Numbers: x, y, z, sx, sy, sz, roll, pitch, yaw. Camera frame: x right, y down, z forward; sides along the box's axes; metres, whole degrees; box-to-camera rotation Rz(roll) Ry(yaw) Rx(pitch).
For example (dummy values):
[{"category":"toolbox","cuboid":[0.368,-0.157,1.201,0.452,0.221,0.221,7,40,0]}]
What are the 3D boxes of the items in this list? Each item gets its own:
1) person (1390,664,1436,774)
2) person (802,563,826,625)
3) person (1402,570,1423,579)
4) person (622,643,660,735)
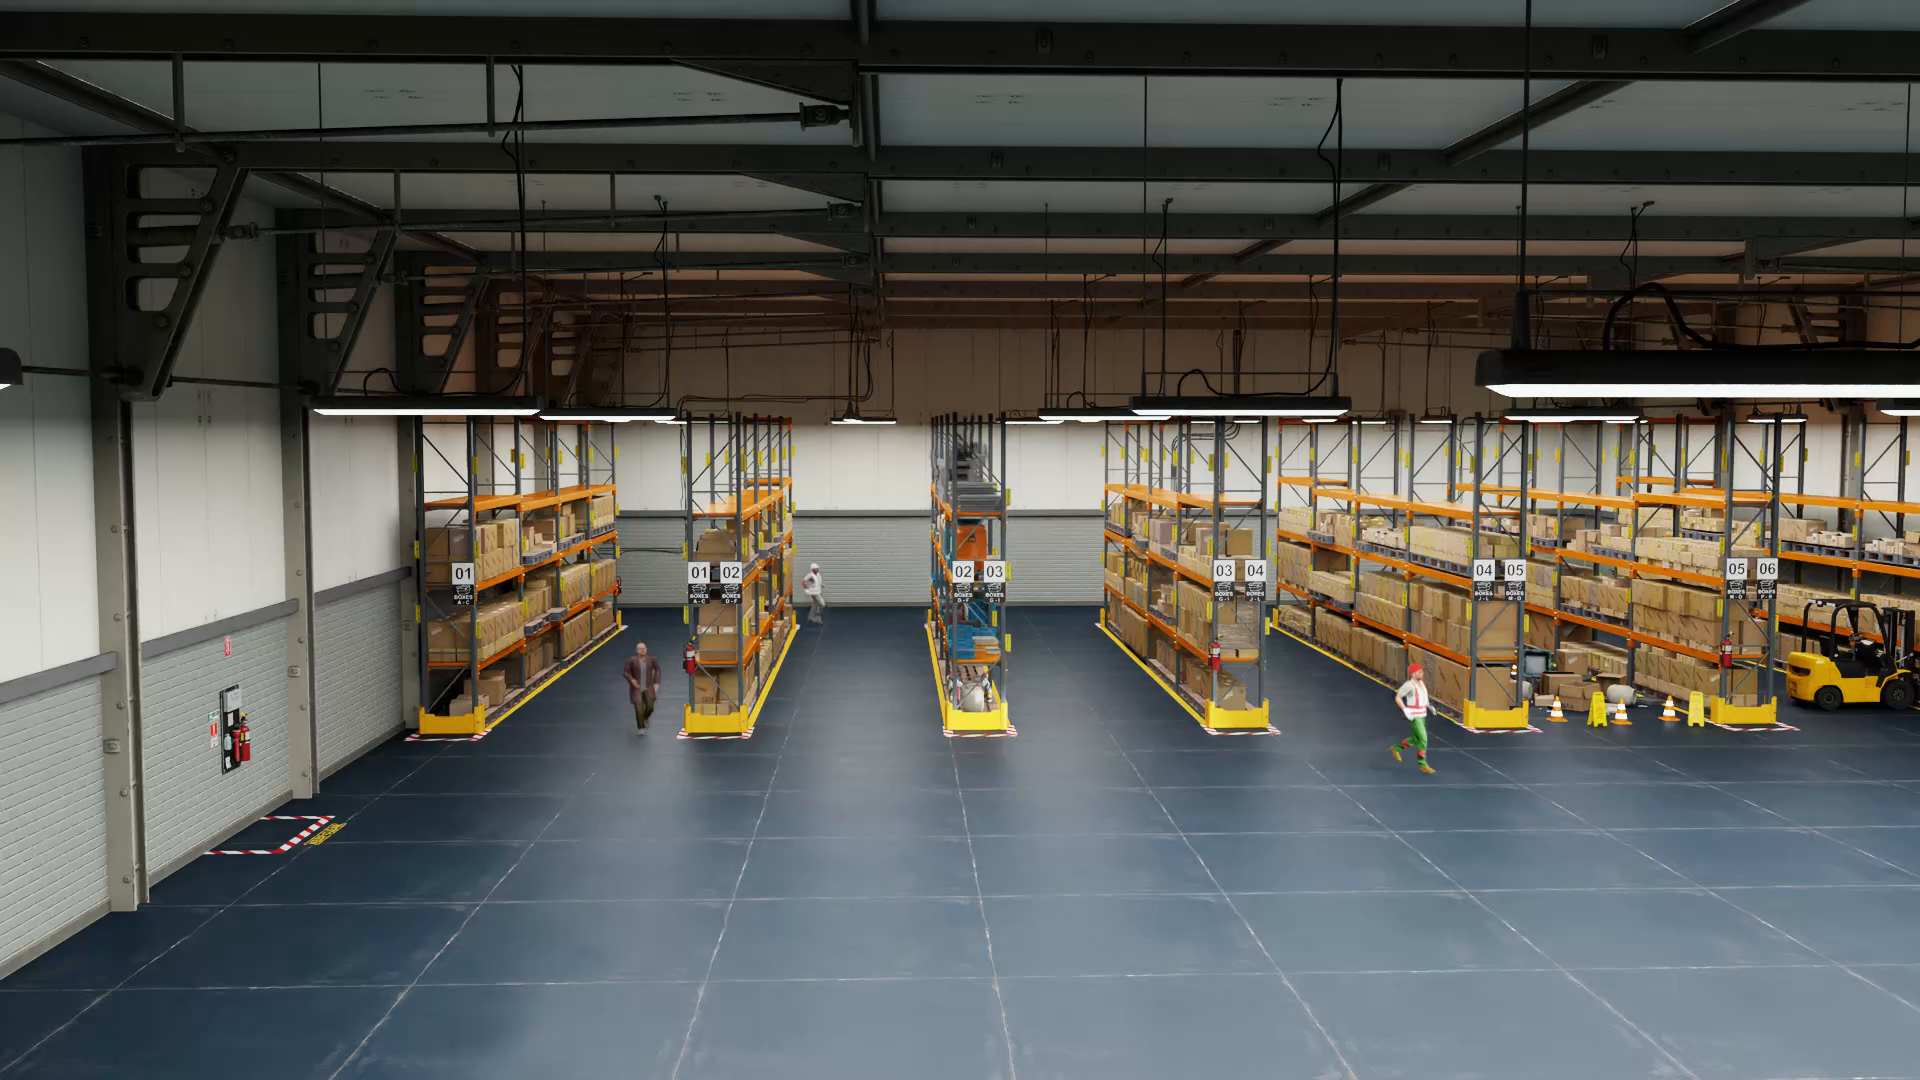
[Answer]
[{"category":"person","cuboid":[7.556,2.949,27.753,0.887,1.787,0.675,4,5,44]},{"category":"person","cuboid":[-4.214,1.580,48.177,0.654,1.821,0.762,1,4,17]},{"category":"person","cuboid":[13.663,1.391,50.561,0.961,1.762,0.700,-1,4,-20]},{"category":"person","cuboid":[-5.899,2.770,30.897,0.727,1.727,0.629,-1,4,-20]}]
